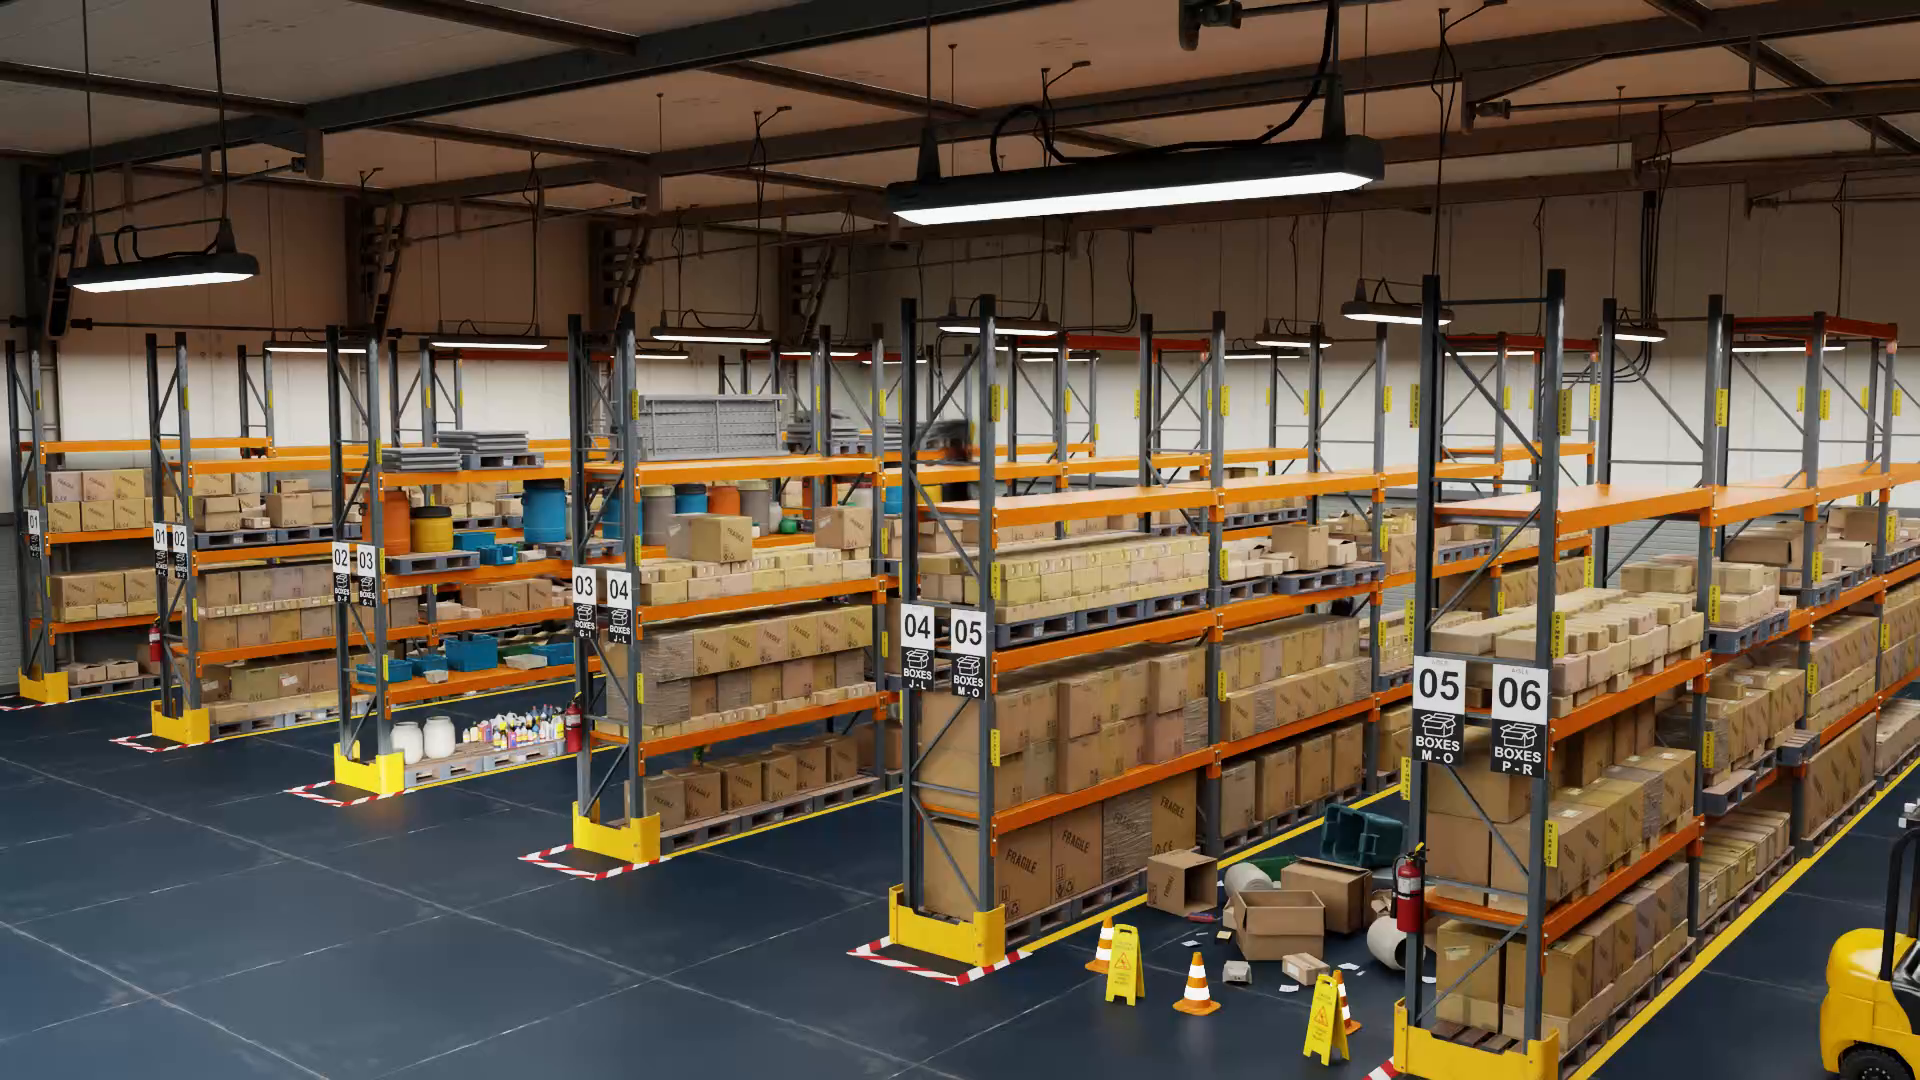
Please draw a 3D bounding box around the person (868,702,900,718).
[{"bbox_3d":[-1.088,2.083,24.495,0.683,1.790,0.763,3,6,33],"label":"person"}]

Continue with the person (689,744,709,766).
[{"bbox_3d":[-3.625,2.233,23.052,0.657,1.735,0.770,1,5,12],"label":"person"}]

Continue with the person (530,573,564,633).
[{"bbox_3d":[-8.390,1.344,33.592,0.715,1.573,0.966,1,5,14],"label":"person"}]

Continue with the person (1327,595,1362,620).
[{"bbox_3d":[7.251,1.519,31.368,0.703,1.653,0.567,-4,7,-40],"label":"person"}]
